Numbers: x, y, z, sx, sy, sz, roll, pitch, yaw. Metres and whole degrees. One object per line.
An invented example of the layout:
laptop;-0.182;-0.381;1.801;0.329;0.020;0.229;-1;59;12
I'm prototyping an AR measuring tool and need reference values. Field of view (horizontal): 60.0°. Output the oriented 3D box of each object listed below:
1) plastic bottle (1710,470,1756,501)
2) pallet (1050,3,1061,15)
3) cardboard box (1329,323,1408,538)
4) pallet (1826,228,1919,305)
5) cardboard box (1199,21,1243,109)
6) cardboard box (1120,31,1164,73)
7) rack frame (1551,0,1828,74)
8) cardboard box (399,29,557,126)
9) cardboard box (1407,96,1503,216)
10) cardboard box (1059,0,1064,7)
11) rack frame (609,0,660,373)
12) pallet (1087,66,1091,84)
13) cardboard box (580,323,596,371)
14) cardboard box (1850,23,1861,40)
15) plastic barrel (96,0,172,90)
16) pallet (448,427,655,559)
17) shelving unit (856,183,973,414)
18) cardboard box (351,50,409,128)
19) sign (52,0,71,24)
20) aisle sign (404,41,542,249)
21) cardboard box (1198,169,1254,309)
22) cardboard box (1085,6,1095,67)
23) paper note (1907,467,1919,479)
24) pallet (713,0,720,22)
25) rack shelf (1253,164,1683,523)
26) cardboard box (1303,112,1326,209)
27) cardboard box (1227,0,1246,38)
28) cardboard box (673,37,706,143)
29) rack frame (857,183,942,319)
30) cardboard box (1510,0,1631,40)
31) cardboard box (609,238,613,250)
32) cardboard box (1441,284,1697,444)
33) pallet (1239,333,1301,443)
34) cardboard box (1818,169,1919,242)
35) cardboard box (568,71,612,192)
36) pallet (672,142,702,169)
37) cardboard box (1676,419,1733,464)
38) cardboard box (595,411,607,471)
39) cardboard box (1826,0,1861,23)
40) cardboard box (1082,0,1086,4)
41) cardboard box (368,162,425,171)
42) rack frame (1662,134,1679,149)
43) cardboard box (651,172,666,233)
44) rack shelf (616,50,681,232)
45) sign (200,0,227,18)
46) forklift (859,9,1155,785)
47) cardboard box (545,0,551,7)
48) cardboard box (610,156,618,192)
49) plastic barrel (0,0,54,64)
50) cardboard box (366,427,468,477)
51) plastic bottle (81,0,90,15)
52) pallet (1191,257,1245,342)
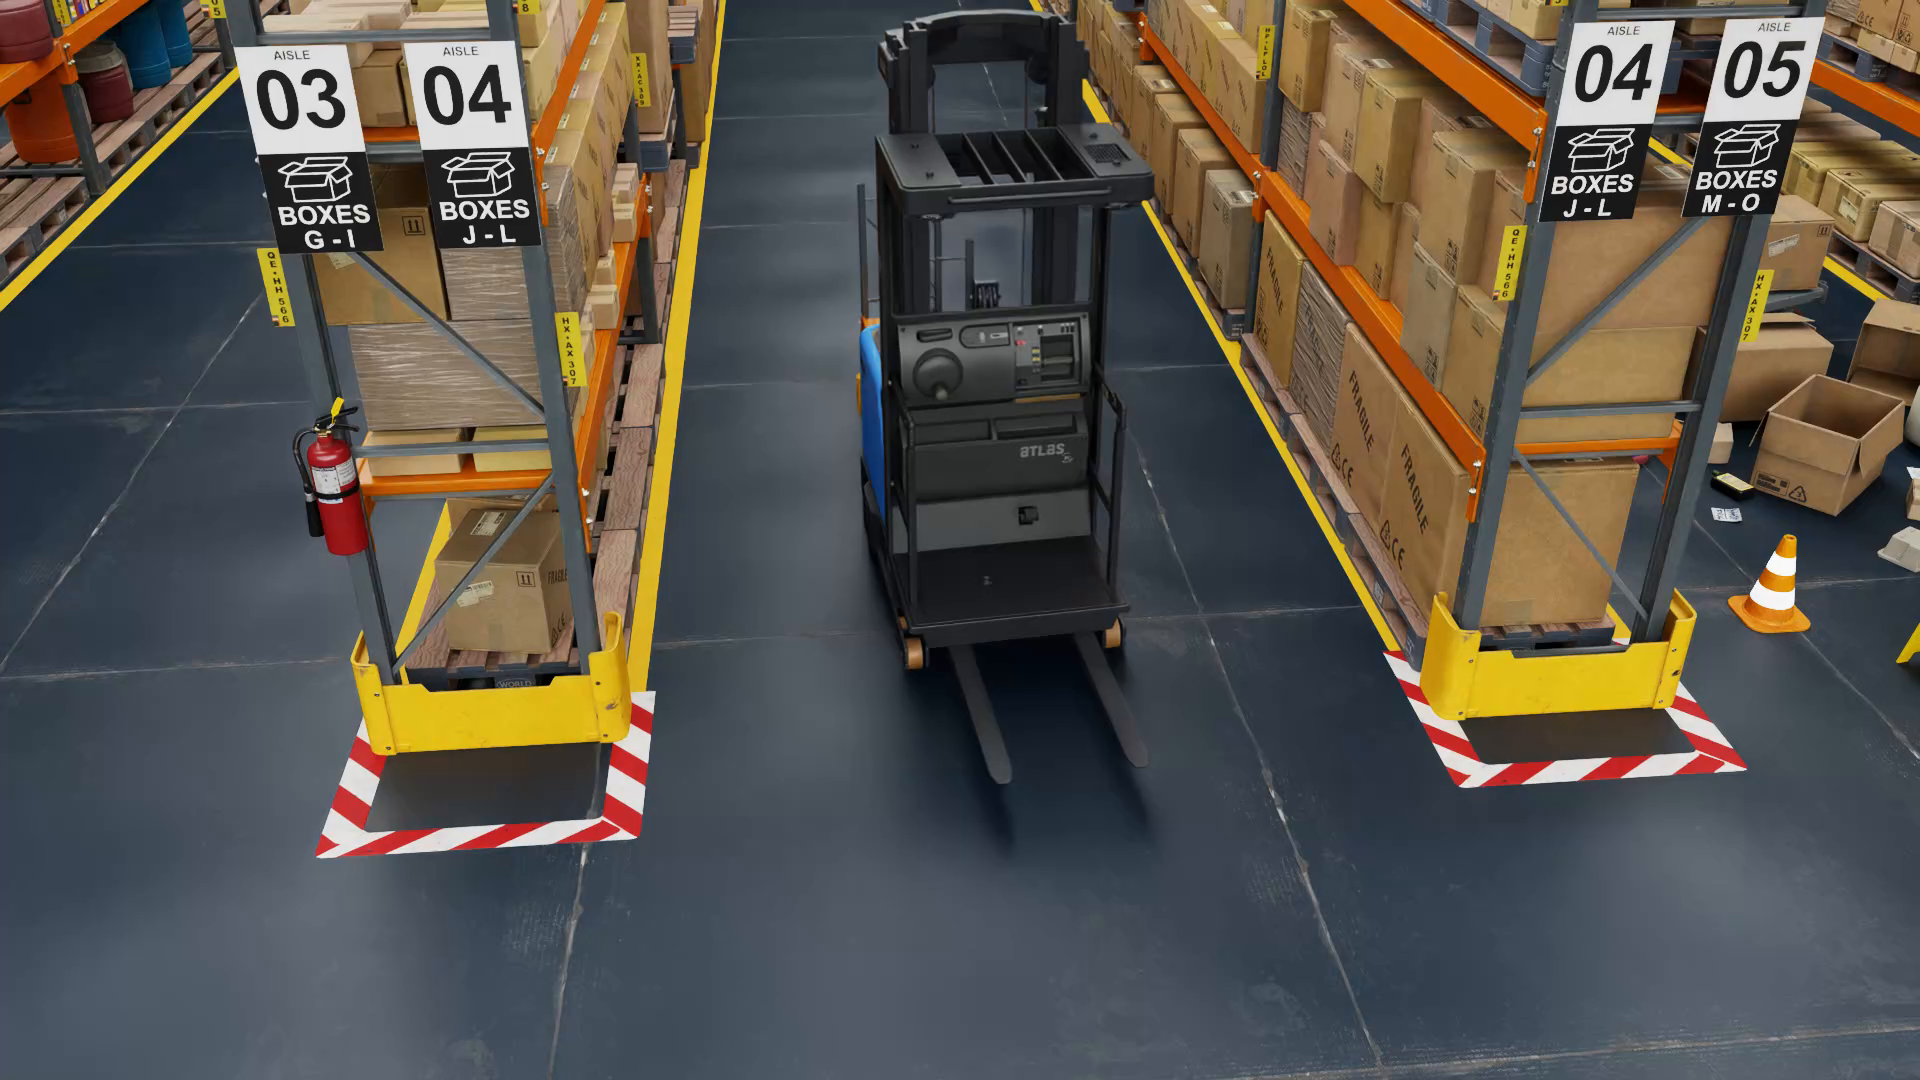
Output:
plastic bottle;4.500;-0.327;9.739;0.133;0.061;0.283;-14;33;-22
pallet;1.599;-5.834;18.811;1.003;0.211;1.213;-3;31;-5
cardboard box;2.605;-0.624;9.031;0.875;0.875;0.875;-3;31;-5
pallet;7.289;-2.095;12.551;1.003;0.211;1.213;-3;31;-5
cardboard box;2.035;-3.418;11.950;0.500;0.500;0.500;-2;31;-4
cardboard box;1.746;-4.414;15.011;0.500;0.250;0.500;-3;31;-6
rack frame;2.818;-3.139;5.730;1.000;3.000;0.127;-3;31;-5
cardboard box;-1.917;-1.859;6.658;0.500;0.250;0.500;-2;31;-3
cardboard box;2.762;-1.851;8.225;0.875;0.550;0.550;-3;31;-5
cardboard box;1.314;-6.057;18.546;0.380;0.149;0.250;-4;31;-7
rack frame;-2.503;-2.420;10.376;1.000;3.000;0.127;-3;31;-5
pallet;1.771;-5.095;17.575;1.003;0.211;1.213;-3;31;-5
cardboard box;-1.992;-0.938;8.140;0.380;0.149;0.250;-3;31;-5
cardboard box;7.037;-3.877;12.652;0.380;0.149;0.250;-4;31;-6
plastic barrel;-8.082;-4.906;16.175;0.600;0.901;0.708;-3;31;-5
pallet;-2.288;-0.257;9.474;1.003;0.211;1.213;-3;31;-5
shelving unit;-0.271;-1.239;9.862;0.587;1.500;1.083;-5;31;-9
cardboard box;-2.427;-1.835;6.618;0.500;0.250;0.500;-2;31;-3
sign;-7.261;-4.324;13.406;0.100;0.325;0.005;-3;31;-5
aisle sign;-1.825;-1.476;6.261;0.394;0.787;0.004;-3;31;-5
cardboard box;2.297;-2.133;11.680;1.050;0.750;0.750;-3;31;-5
cardboard box;1.553;-5.137;16.953;0.500;0.500;0.500;-1;31;-2
paper note;5.737;-0.401;9.902;0.148;0.019;0.142;8;32;13
pallet;-3.361;-6.323;19.630;1.003;0.211;1.213;-3;31;-5
rack shelf;2.631;-1.276;9.162;1.077;0.370;4.000;-3;31;-5
cardboard box;2.565;-2.202;9.866;0.875;0.550;0.550;-3;31;-5
cardboard box;2.295;-3.852;11.700;0.700;0.500;0.500;-3;31;-4
cardboard box;-2.921;-4.083;14.823;1.225;0.875;0.875;-4;31;-7
rack frame;-0.363;-1.491;10.284;0.500;1.500;0.032;-5;31;-9
cardboard box;2.450;-2.120;6.687;0.380;0.149;0.250;-3;31;-5
cardboard box;-2.123;-1.575;9.207;0.380;0.149;0.250;-3;31;-5
cardboard box;2.739;-0.815;7.543;0.875;0.550;0.550;-3;31;-5
pallet;2.438;-1.016;10.746;1.003;0.211;1.213;-3;31;-5
cardboard box;7.241;-2.581;12.799;0.950;0.372;0.625;-1;31;-1
cardboard box;-2.050;-2.037;8.372;0.500;0.500;0.500;-3;31;-5
pallet;-2.875;-3.671;15.190;1.003;0.211;1.213;-3;31;-5
cardboard box;4.439;-0.642;10.067;0.396;0.266;0.258;2;31;4
cardboard box;-2.308;-0.715;9.550;0.500;0.500;0.500;-5;31;-9
cardboard box;6.952;-4.254;12.650;0.500;0.500;0.500;-4;31;-6
cardboard box;1.503;-5.729;17.213;0.500;0.250;0.500;-4;31;-7
cardboard box;-2.479;-1.501;7.475;0.500;0.500;0.500;-3;31;-5
rack frame;6.990;-4.937;14.590;1.000;3.000;0.127;-3;31;-5
cardboard box;-2.670;-2.665;12.795;0.700;0.500;0.500;0;31;0
rack shelf;-2.690;-3.132;12.270;1.077;0.370;4.000;-3;31;-5
sign;-2.684;-2.029;5.933;0.100;0.325;0.005;-3;31;-5
forklift;0.209;-0.824;7.771;1.130;2.935;3.031;-5;31;-9
cardboard box;-1.954;-2.326;7.051;0.380;0.149;0.250;-2;31;-3
cardboard box;-2.523;-2.357;9.884;0.875;0.500;0.500;-3;31;-5
plastic barrel;-7.463;-4.060;12.990;0.600;0.536;0.708;-3;31;-5
cardboard box;-2.362;-0.405;7.248;0.380;0.149;0.250;-3;31;-5
plastic bottle;-7.570;-4.644;14.220;0.152;0.276;0.135;-3;31;-5
pallet;2.297;-1.799;12.056;1.003;0.211;1.213;-3;31;-5
